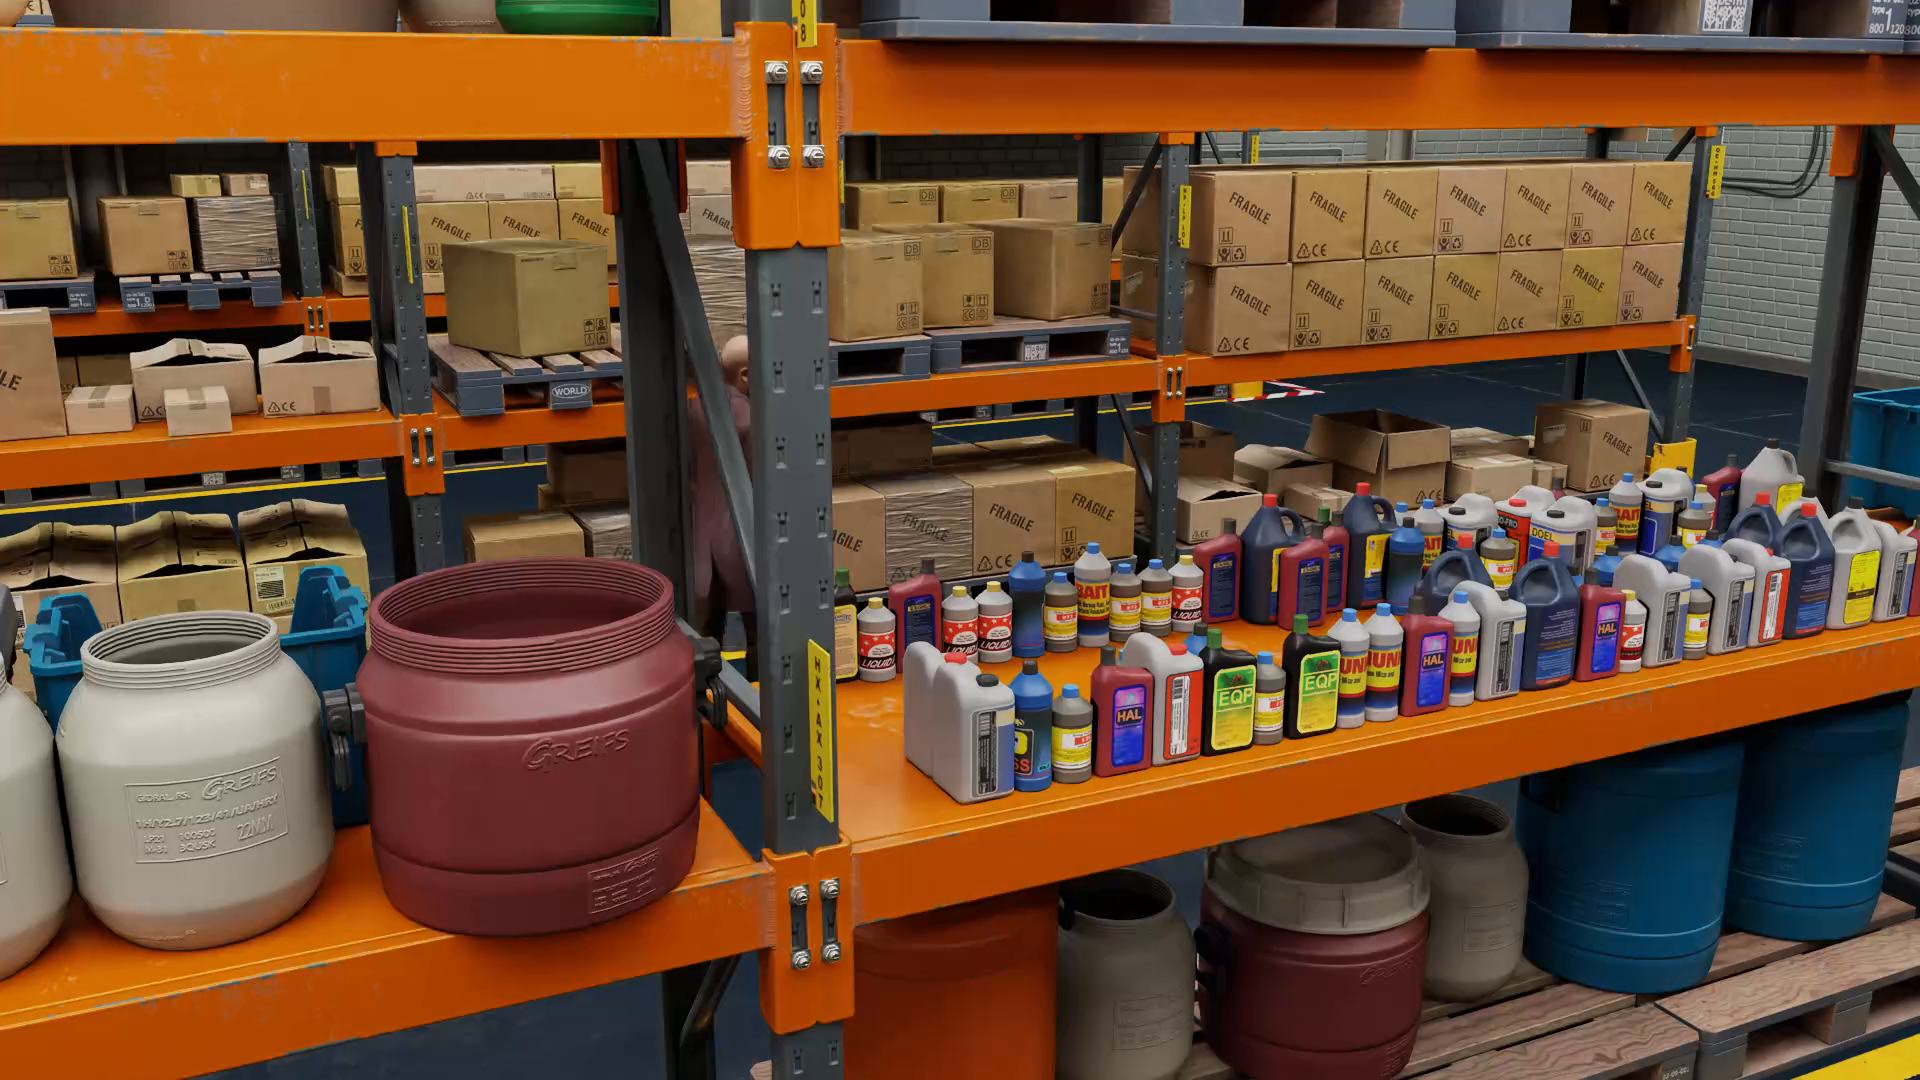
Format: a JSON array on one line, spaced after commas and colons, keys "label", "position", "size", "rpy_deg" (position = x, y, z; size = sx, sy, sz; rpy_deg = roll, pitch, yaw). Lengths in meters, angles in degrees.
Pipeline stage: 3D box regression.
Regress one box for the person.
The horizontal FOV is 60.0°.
[{"label": "person", "position": [-0.923, 0.040, 6.875], "size": [0.599, 1.770, 0.777], "rpy_deg": [10, 18, 34]}]
